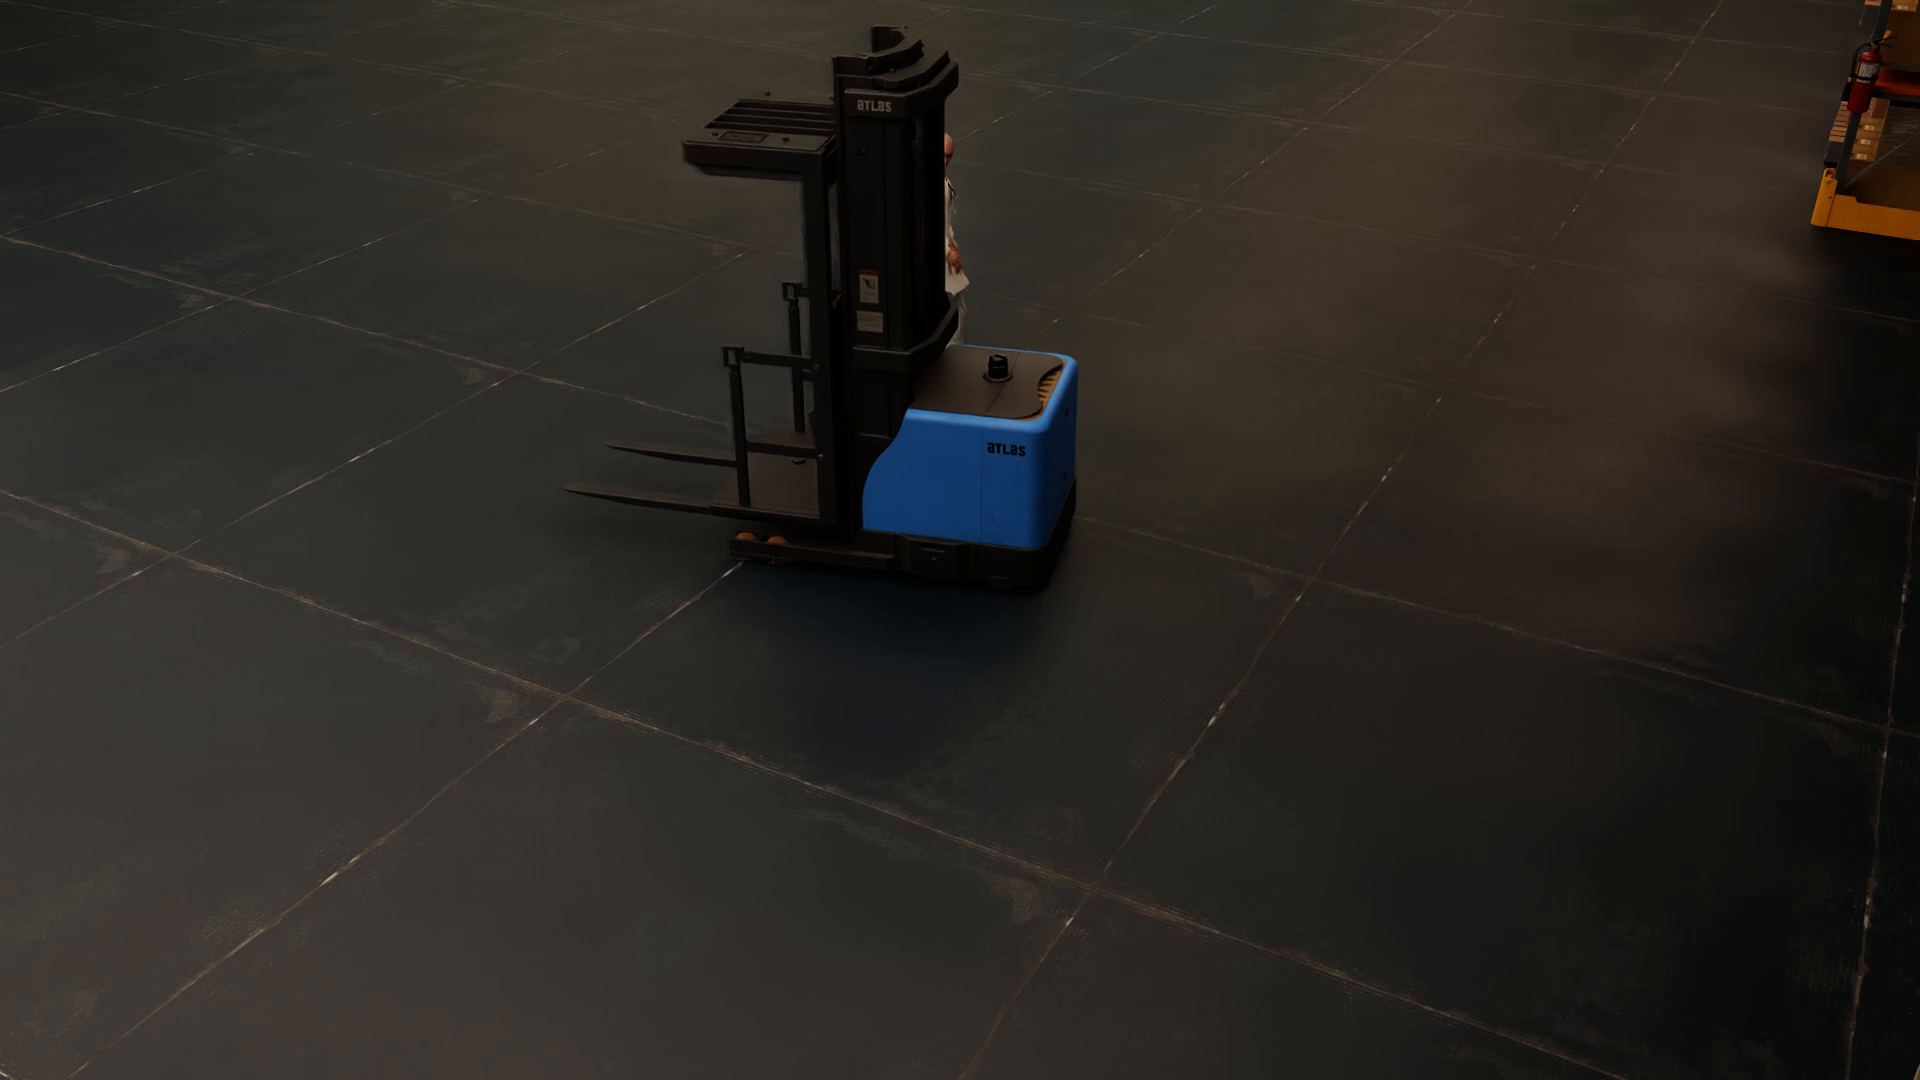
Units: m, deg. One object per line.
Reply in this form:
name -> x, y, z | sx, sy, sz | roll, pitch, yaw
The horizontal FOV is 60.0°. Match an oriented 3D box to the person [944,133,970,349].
person -> -0.108, -1.998, 11.721 | 0.545, 1.743, 0.790 | -3, 30, -5

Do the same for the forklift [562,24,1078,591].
forklift -> -0.869, -1.369, 9.442 | 3.031, 2.935, 1.130 | 7, 31, 12
